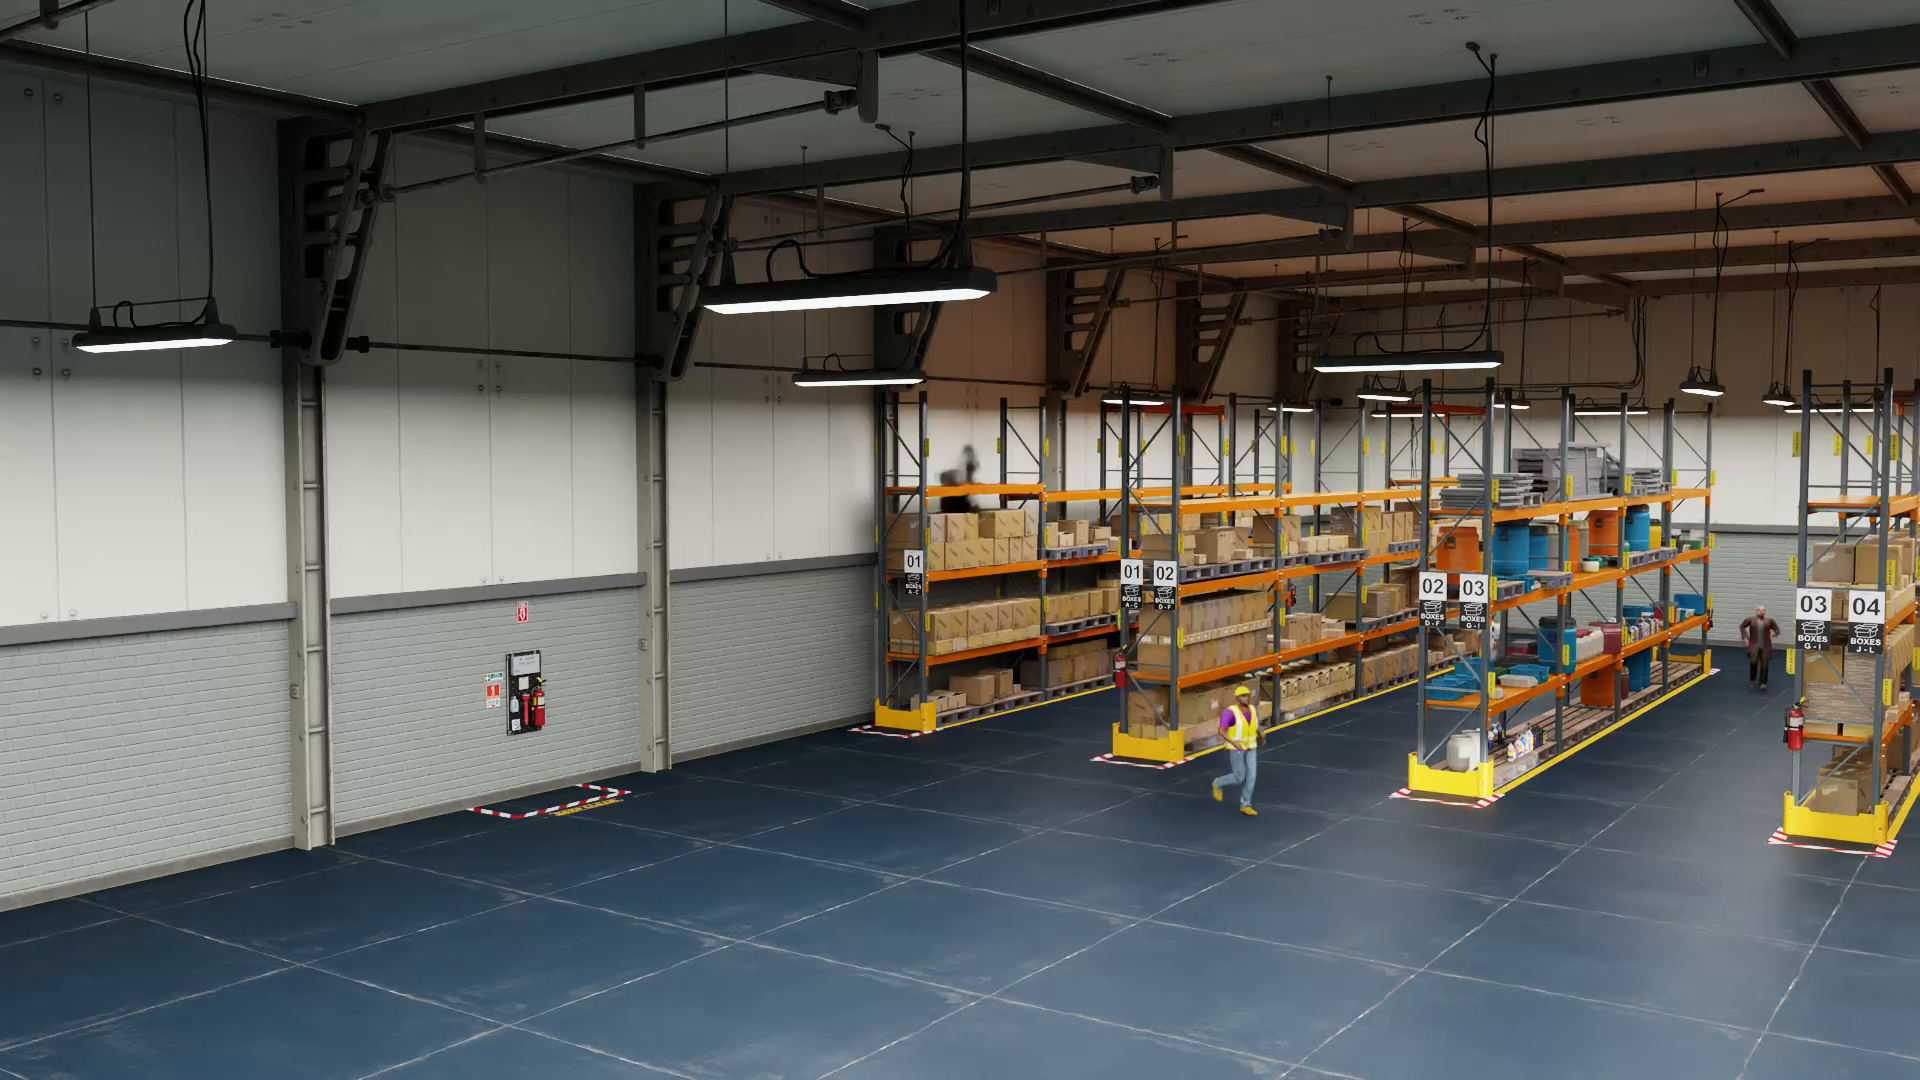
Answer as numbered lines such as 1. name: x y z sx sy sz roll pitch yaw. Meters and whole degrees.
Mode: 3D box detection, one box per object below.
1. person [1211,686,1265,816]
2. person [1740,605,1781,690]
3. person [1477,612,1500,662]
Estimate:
1. person: 3.857 2.872 22.900 0.705 1.752 0.772 -2 4 -28
2. person: 16.520 2.230 34.331 0.756 1.770 0.744 1 3 22
3. person: 10.994 2.270 34.452 0.576 1.678 0.609 2 4 33
